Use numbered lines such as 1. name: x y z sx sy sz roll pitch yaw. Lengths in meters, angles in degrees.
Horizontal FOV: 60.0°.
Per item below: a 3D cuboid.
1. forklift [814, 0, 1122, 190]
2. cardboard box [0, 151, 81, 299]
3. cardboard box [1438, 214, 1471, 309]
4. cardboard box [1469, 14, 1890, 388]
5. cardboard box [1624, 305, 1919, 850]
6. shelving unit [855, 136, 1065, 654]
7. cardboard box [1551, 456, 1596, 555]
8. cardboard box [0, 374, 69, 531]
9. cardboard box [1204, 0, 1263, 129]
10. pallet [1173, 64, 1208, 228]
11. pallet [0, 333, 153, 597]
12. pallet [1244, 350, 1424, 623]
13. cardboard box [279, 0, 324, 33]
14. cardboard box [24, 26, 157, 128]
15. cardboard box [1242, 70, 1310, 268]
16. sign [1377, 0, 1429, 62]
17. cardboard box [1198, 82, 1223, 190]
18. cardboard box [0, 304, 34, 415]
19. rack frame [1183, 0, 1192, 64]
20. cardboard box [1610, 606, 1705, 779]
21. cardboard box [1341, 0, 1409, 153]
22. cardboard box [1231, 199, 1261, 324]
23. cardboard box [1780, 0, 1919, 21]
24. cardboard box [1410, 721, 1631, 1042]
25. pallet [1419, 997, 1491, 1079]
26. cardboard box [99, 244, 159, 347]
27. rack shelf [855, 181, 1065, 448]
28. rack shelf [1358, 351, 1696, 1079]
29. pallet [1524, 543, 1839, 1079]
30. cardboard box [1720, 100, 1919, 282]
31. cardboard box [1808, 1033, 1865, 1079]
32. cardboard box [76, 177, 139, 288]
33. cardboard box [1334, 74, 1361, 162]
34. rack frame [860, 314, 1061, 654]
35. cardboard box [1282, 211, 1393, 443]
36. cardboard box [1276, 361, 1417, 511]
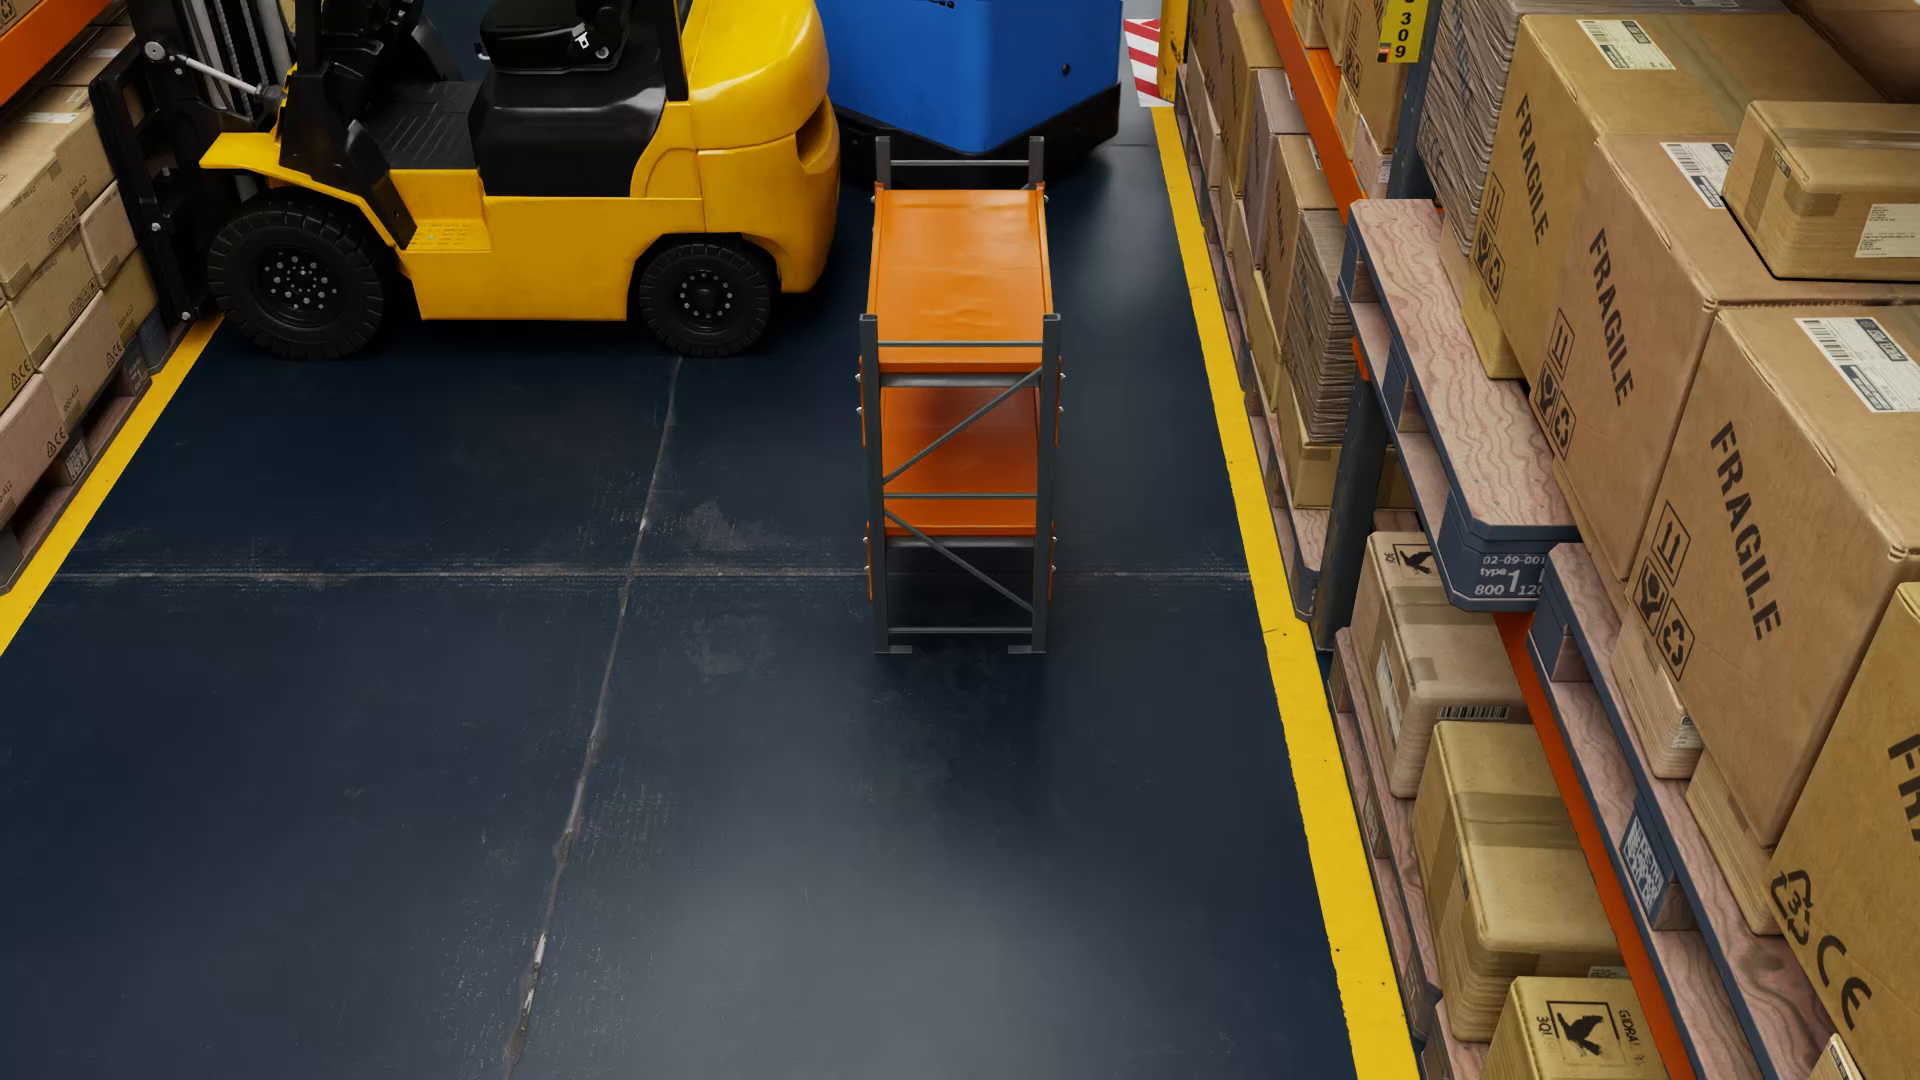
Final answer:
1. forklift: -0.745 -3.288 7.009 3.031 2.935 1.130 28 46 30
2. cardboard box: -3.104 -0.976 5.133 0.500 0.250 0.500 0 39 0
3. cardboard box: 1.222 -0.599 3.464 0.380 0.149 0.250 0 39 1
4. cardboard box: 1.252 -0.591 2.935 0.500 0.500 0.500 0 39 0
5. cardboard box: 1.250 0.039 2.149 0.500 0.500 0.500 -2 39 -2
6. shelving unit: 0.000 -0.435 4.893 0.538 1.125 1.048 0 39 0
7. cardboard box: 1.249 -0.105 2.847 0.380 0.149 0.250 1 39 1
8. cardboard box: -3.096 -0.266 5.047 0.500 0.250 0.500 0 39 0
9. cardboard box: 1.263 -1.917 6.507 0.500 0.500 0.500 -1 39 -2
10. pallet: 1.498 -1.736 7.248 1.003 0.211 1.213 0 39 0
11. pallet: -3.385 -0.282 5.433 1.003 0.211 1.213 0 39 0
12. pallet: 1.501 -0.211 5.344 1.003 0.211 1.213 0 39 0
13. cardboard box: -3.118 -2.356 7.255 0.500 0.250 0.500 0 39 -1
14. cardboard box: -3.108 -1.616 5.931 0.500 0.250 0.500 -1 39 -1
15. cardboard box: 1.264 -1.269 5.698 0.500 0.500 0.500 2 39 2
16. sign: 0.995 -1.211 3.671 0.100 0.325 0.005 0 39 0
17. cardboard box: 1.250 -1.647 6.770 0.500 0.250 0.500 1 39 2
18. cardboard box: -3.118 -0.462 4.890 0.500 0.250 0.500 0 39 0
19. rack frame: 1.533 -3.380 7.069 1.000 3.000 0.127 0 39 0
20. cardboard box: 1.196 0.216 2.446 0.380 0.149 0.250 1 39 2
21. cardboard box: 1.288 -1.312 4.170 0.500 0.500 0.500 -1 39 -1
22. cardboard box: 1.261 -0.990 5.950 0.500 0.250 0.500 1 39 1
23. cardboard box: 1.767 -0.909 3.332 0.500 0.500 0.500 -1 39 -1
24. cardboard box: 1.545 0.760 3.668 0.950 0.372 0.625 2 39 3
25. pallet: 1.544 1.461 3.258 1.003 0.211 1.213 0 39 0
26. cardboard box: -3.128 -0.905 5.844 0.500 0.250 0.500 1 39 1
27. rack shelf: 0.000 -0.663 4.710 0.538 0.278 1.000 0 39 0
28. rack shelf: 1.540 0.653 2.612 1.077 0.370 4.000 0 39 0
29. pallet: 1.499 0.460 2.431 1.003 0.211 1.213 0 39 0
30. cardboard box: 1.288 -0.477 2.275 0.380 0.149 0.250 2 39 2
31. cardboard box: 1.182 0.697 1.846 0.380 0.149 0.250 1 39 1
32. cardboard box: -3.110 -1.091 5.676 0.500 0.250 0.500 0 39 0
33. cardboard box: 1.225 -1.137 4.472 0.380 0.149 0.250 1 39 1
34. rack frame: 0.001 -0.117 4.496 0.500 1.125 0.032 0 39 0
35. cardboard box: 1.268 -0.632 4.903 0.500 0.500 0.500 -1 39 -1
36. cardboard box: 1.268 -0.339 5.138 0.500 0.250 0.500 2 39 2
